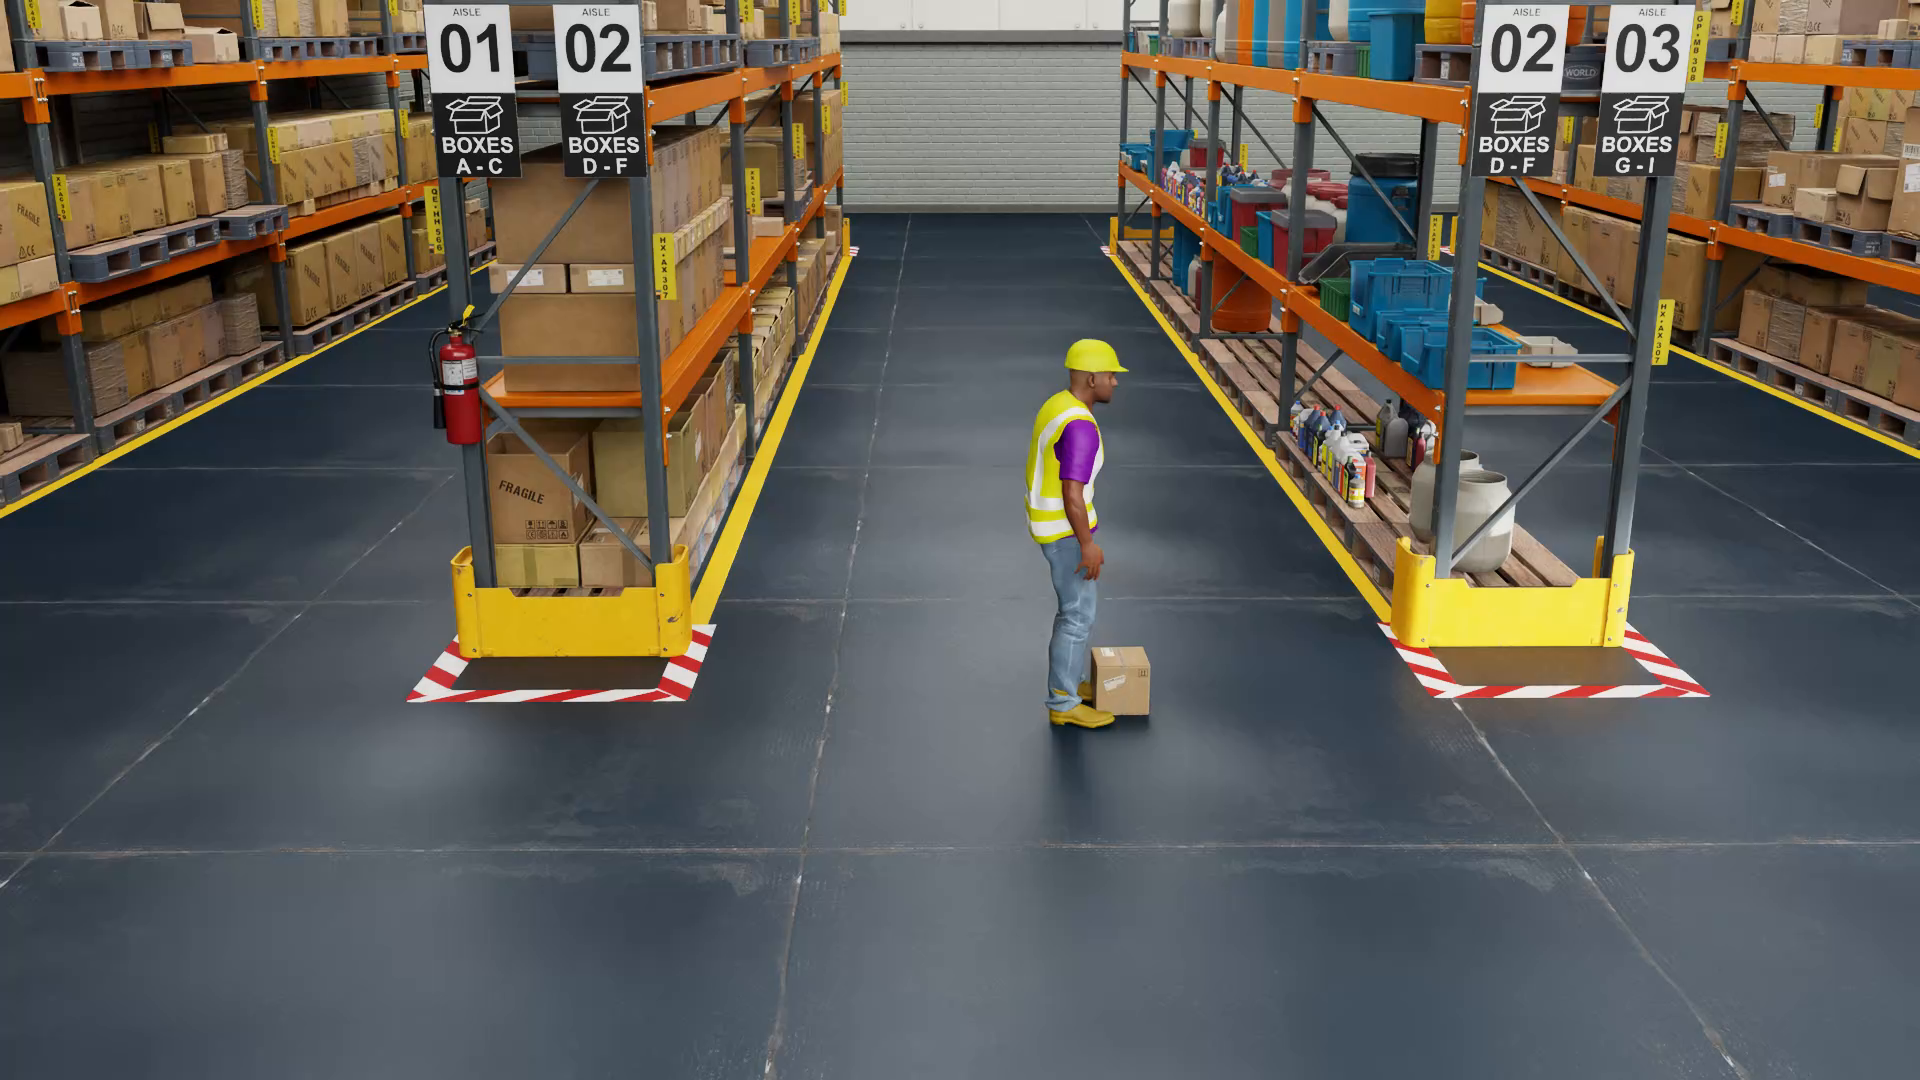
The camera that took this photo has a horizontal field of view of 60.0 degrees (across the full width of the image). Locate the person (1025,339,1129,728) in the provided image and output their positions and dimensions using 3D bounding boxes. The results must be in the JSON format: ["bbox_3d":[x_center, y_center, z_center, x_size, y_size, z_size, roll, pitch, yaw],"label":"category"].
[{"bbox_3d":[0.532,-0.050,7.675,0.457,1.761,0.638,-1,17,-3],"label":"person"}]
